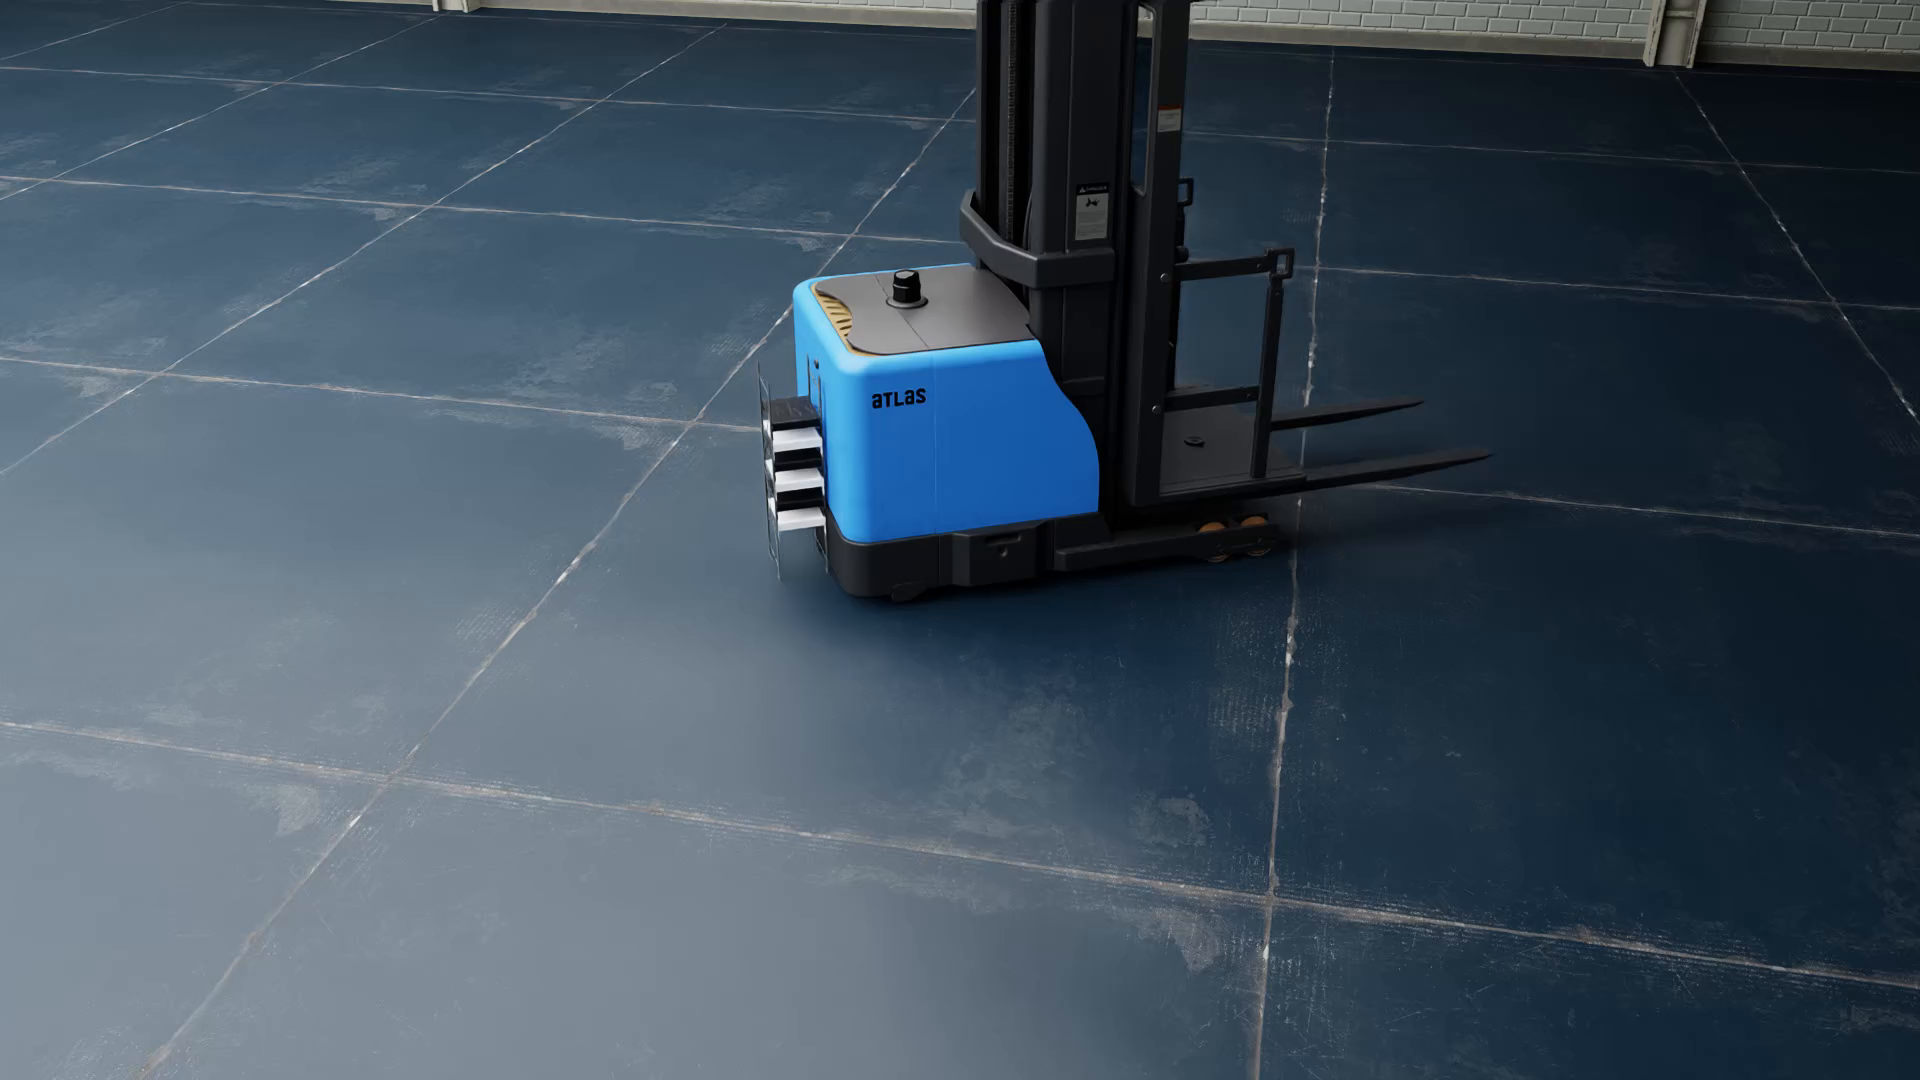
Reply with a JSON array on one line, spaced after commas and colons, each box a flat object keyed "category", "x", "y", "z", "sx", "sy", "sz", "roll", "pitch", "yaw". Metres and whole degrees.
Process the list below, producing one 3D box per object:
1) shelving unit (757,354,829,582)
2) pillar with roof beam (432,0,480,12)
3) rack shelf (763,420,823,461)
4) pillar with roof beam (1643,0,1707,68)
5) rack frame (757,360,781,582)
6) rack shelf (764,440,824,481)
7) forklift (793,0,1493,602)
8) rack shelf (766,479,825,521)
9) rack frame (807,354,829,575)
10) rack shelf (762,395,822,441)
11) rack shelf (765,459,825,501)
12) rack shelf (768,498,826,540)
[{"category": "shelving unit", "x": -0.684, "y": -0.290, "z": 6.843, "sx": 0.210, "sy": 0.900, "sz": 0.258, "roll": -8, "pitch": 30, "yaw": -14}, {"category": "pillar with roof beam", "x": -6.160, "y": -7.491, "z": 11.562, "sx": 0.400, "sy": 9.000, "sz": 9.100, "roll": 6, "pitch": 29, "yaw": 11}, {"category": "rack shelf", "x": -0.684, "y": -0.419, "z": 6.773, "sx": 0.200, "sy": 0.077, "sz": 0.258, "roll": -8, "pitch": 30, "yaw": -14}, {"category": "pillar with roof beam", "x": 5.575, "y": -6.287, "z": 9.364, "sx": 0.400, "sy": 9.000, "sz": 9.100, "roll": 6, "pitch": 29, "yaw": 11}, {"category": "rack frame", "x": -0.782, "y": -0.276, "z": 6.818, "sx": 0.006, "sy": 0.900, "sz": 0.240, "roll": -8, "pitch": 30, "yaw": -14}, {"category": "rack shelf", "x": -0.684, "y": -0.340, "z": 6.816, "sx": 0.200, "sy": 0.077, "sz": 0.258, "roll": -8, "pitch": 30, "yaw": -14}, {"category": "forklift", "x": 0.858, "y": -1.426, "z": 6.803, "sx": 3.031, "sy": 2.935, "sz": 1.130, "roll": -8, "pitch": 30, "yaw": -14}, {"category": "rack shelf", "x": -0.684, "y": -0.182, "z": 6.902, "sx": 0.200, "sy": 0.077, "sz": 0.258, "roll": -8, "pitch": 30, "yaw": -14}, {"category": "rack frame", "x": -0.587, "y": -0.304, "z": 6.868, "sx": 0.006, "sy": 0.900, "sz": 0.240, "roll": -8, "pitch": 30, "yaw": -14}, {"category": "rack shelf", "x": -0.684, "y": -0.498, "z": 6.729, "sx": 0.200, "sy": 0.077, "sz": 0.258, "roll": -8, "pitch": 30, "yaw": -14}, {"category": "rack shelf", "x": -0.684, "y": -0.261, "z": 6.859, "sx": 0.200, "sy": 0.077, "sz": 0.258, "roll": -8, "pitch": 30, "yaw": -14}, {"category": "rack shelf", "x": -0.684, "y": -0.103, "z": 6.945, "sx": 0.200, "sy": 0.077, "sz": 0.258, "roll": -8, "pitch": 30, "yaw": -14}]
